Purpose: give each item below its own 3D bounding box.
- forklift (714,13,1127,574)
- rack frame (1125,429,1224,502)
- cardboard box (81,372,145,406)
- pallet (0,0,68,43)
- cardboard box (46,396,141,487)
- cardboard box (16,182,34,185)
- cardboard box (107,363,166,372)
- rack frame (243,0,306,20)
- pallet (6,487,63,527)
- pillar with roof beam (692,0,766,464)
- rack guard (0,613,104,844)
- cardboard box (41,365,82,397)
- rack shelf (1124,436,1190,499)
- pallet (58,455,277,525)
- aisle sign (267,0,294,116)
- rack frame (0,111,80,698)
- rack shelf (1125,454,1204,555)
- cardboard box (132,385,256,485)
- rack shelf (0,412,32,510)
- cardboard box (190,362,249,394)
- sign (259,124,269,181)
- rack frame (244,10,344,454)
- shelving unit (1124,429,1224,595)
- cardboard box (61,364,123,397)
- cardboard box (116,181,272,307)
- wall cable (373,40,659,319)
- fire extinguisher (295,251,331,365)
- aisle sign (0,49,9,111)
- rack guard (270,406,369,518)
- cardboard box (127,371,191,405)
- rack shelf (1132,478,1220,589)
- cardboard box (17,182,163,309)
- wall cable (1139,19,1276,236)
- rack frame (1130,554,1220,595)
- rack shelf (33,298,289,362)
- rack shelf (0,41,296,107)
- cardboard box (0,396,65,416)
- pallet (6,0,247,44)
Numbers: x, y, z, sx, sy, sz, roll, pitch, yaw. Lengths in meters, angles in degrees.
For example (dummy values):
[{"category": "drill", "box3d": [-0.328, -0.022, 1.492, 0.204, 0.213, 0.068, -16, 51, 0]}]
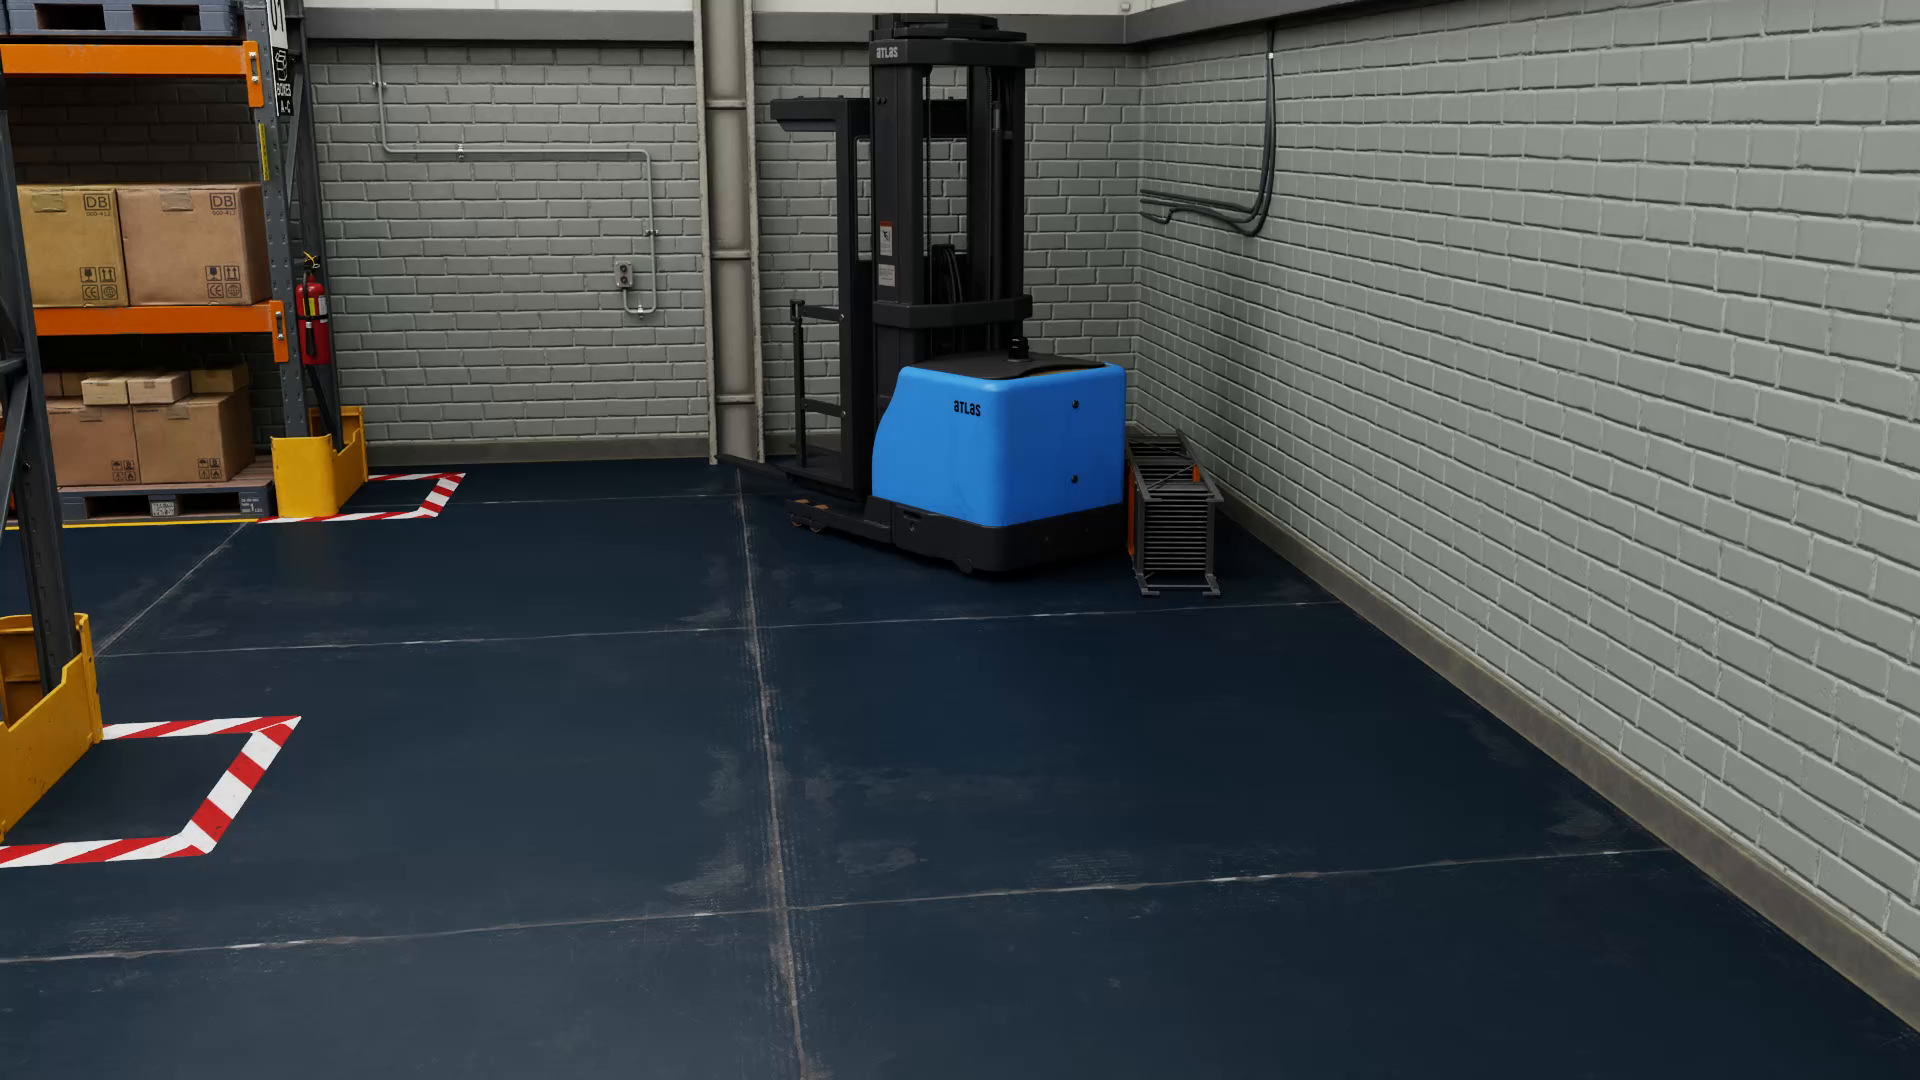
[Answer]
[{"category": "forklift", "box3d": [-0.403, -1.537, 9.825, 1.130, 2.935, 3.031, -12, 18, -39]}, {"category": "rack frame", "box3d": [1.159, -0.446, 9.424, 0.400, 0.015, 2.100, 0, 14, 1]}, {"category": "cardboard box", "box3d": [-5.185, -0.931, 10.211, 0.250, 0.149, 0.380, -2, 14, -7]}, {"category": "pallet", "box3d": [-6.096, -3.070, 9.814, 1.213, 0.211, 1.003, -2, 14, -8]}, {"category": "cardboard box", "box3d": [-5.327, -0.656, 10.448, 0.500, 0.500, 0.700, -2, 14, -8]}, {"category": "cardboard box", "box3d": [-6.131, -1.803, 10.128, 0.700, 0.700, 0.980, -3, 14, -11]}, {"category": "cardboard box", "box3d": [-5.240, -1.023, 10.578, 0.250, 0.149, 0.380, -2, 14, -8]}, {"category": "rack frame", "box3d": [-4.155, -4.643, 9.735, 0.127, 3.000, 1.000, -2, 14, -8]}, {"category": "pallet", "box3d": [-6.138, -0.289, 10.440, 1.213, 0.211, 1.003, -2, 14, -8]}, {"category": "pillar with roof beam", "box3d": [-0.973, -3.913, 6.826, 0.400, 9.000, 9.100, -2, 14, -8]}, {"category": "rack guard", "box3d": [-3.489, 0.674, 6.007, 0.348, 0.500, 1.175, -2, 14, -8]}, {"category": "cardboard box", "box3d": [-5.739, -1.005, 10.505, 0.250, 0.149, 0.380, -2, 14, -8]}, {"category": "rack shelf", "box3d": [1.176, -0.370, 10.149, 0.431, 0.480, 0.518, 0, 14, 1]}, {"category": "pallet", "box3d": [-4.934, -0.332, 10.614, 1.213, 0.211, 1.003, -2, 14, -8]}, {"category": "aisle sign", "box3d": [-4.040, -2.924, 9.871, 0.004, 0.787, 0.394, -2, 14, -8]}, {"category": "rack frame", "box3d": [-3.414, -0.541, 5.714, 0.127, 3.000, 1.000, -2, 14, -8]}, {"category": "rack shelf", "box3d": [1.159, -0.206, 9.468, 0.431, 0.480, 0.518, 0, 14, 1]}, {"category": "cardboard box", "box3d": [-4.833, -0.675, 10.521, 0.500, 0.500, 0.700, -2, 14, -8]}, {"category": "rack shelf", "box3d": [-5.391, -0.120, 5.513, 4.000, 0.370, 1.077, -2, 14, -8]}, {"category": "cardboard box", "box3d": [-4.739, -1.042, 10.652, 0.250, 0.149, 0.380, -2, 14, -8]}, {"category": "sign", "box3d": [-4.088, -2.278, 9.773, 0.005, 0.325, 0.100, -2, 14, -8]}, {"category": "rack frame", "box3d": [-4.155, -1.733, 10.465, 0.127, 3.000, 1.000, -2, 14, -8]}, {"category": "shelving unit", "box3d": [1.159, -0.209, 9.482, 0.431, 0.503, 2.100, 0, 14, 1]}, {"category": "cardboard box", "box3d": [-5.487, -1.014, 10.542, 0.250, 0.149, 0.380, -2, 14, -8]}, {"category": "cardboard box", "box3d": [-4.658, -1.857, 10.345, 0.700, 0.700, 0.980, -1, 14, -6]}, {"category": "wall cable", "box3d": [-3.030, -2.500, 11.434, 1.851, 1.984, 0.084, -2, 14, -8]}, {"category": "fire extinguisher", "box3d": [-3.937, -1.409, 10.099, 0.183, 0.674, 0.296, -2, 14, -8]}, {"category": "aisle sign", "box3d": [-3.390, -1.875, 5.689, 0.004, 0.787, 0.394, -2, 14, -8]}, {"category": "rack guard", "box3d": [-4.132, -0.521, 10.772, 0.348, 0.500, 1.175, -2, 14, -8]}, {"category": "cardboard box", "box3d": [-4.932, -0.941, 10.249, 0.250, 0.149, 0.380, -2, 14, -9]}, {"category": "rack shelf", "box3d": [1.142, -0.042, 8.788, 0.431, 0.480, 0.518, 0, 14, 1]}, {"category": "cardboard box", "box3d": [-5.376, -1.828, 10.229, 0.700, 0.700, 0.980, -2, 14, -9]}, {"category": "wall cable", "box3d": [1.491, -3.256, 10.587, 0.112, 2.526, 3.097, -2, 14, -8]}, {"category": "rack frame", "box3d": [1.159, 0.028, 9.539, 0.400, 0.015, 2.100, 0, 14, 1]}, {"category": "rack shelf", "box3d": [-6.133, -1.311, 10.263, 4.000, 0.370, 1.077, -2, 14, -8]}, {"category": "rack shelf", "box3d": [-6.133, -2.766, 9.899, 4.000, 0.370, 1.077, -2, 14, -8]}, {"category": "cardboard box", "box3d": [-5.825, -0.638, 10.375, 0.500, 0.500, 0.700, -3, 14, -10]}, {"category": "pallet", "box3d": [-4.887, -3.115, 9.994, 1.213, 0.211, 1.003, -2, 14, -8]}]
